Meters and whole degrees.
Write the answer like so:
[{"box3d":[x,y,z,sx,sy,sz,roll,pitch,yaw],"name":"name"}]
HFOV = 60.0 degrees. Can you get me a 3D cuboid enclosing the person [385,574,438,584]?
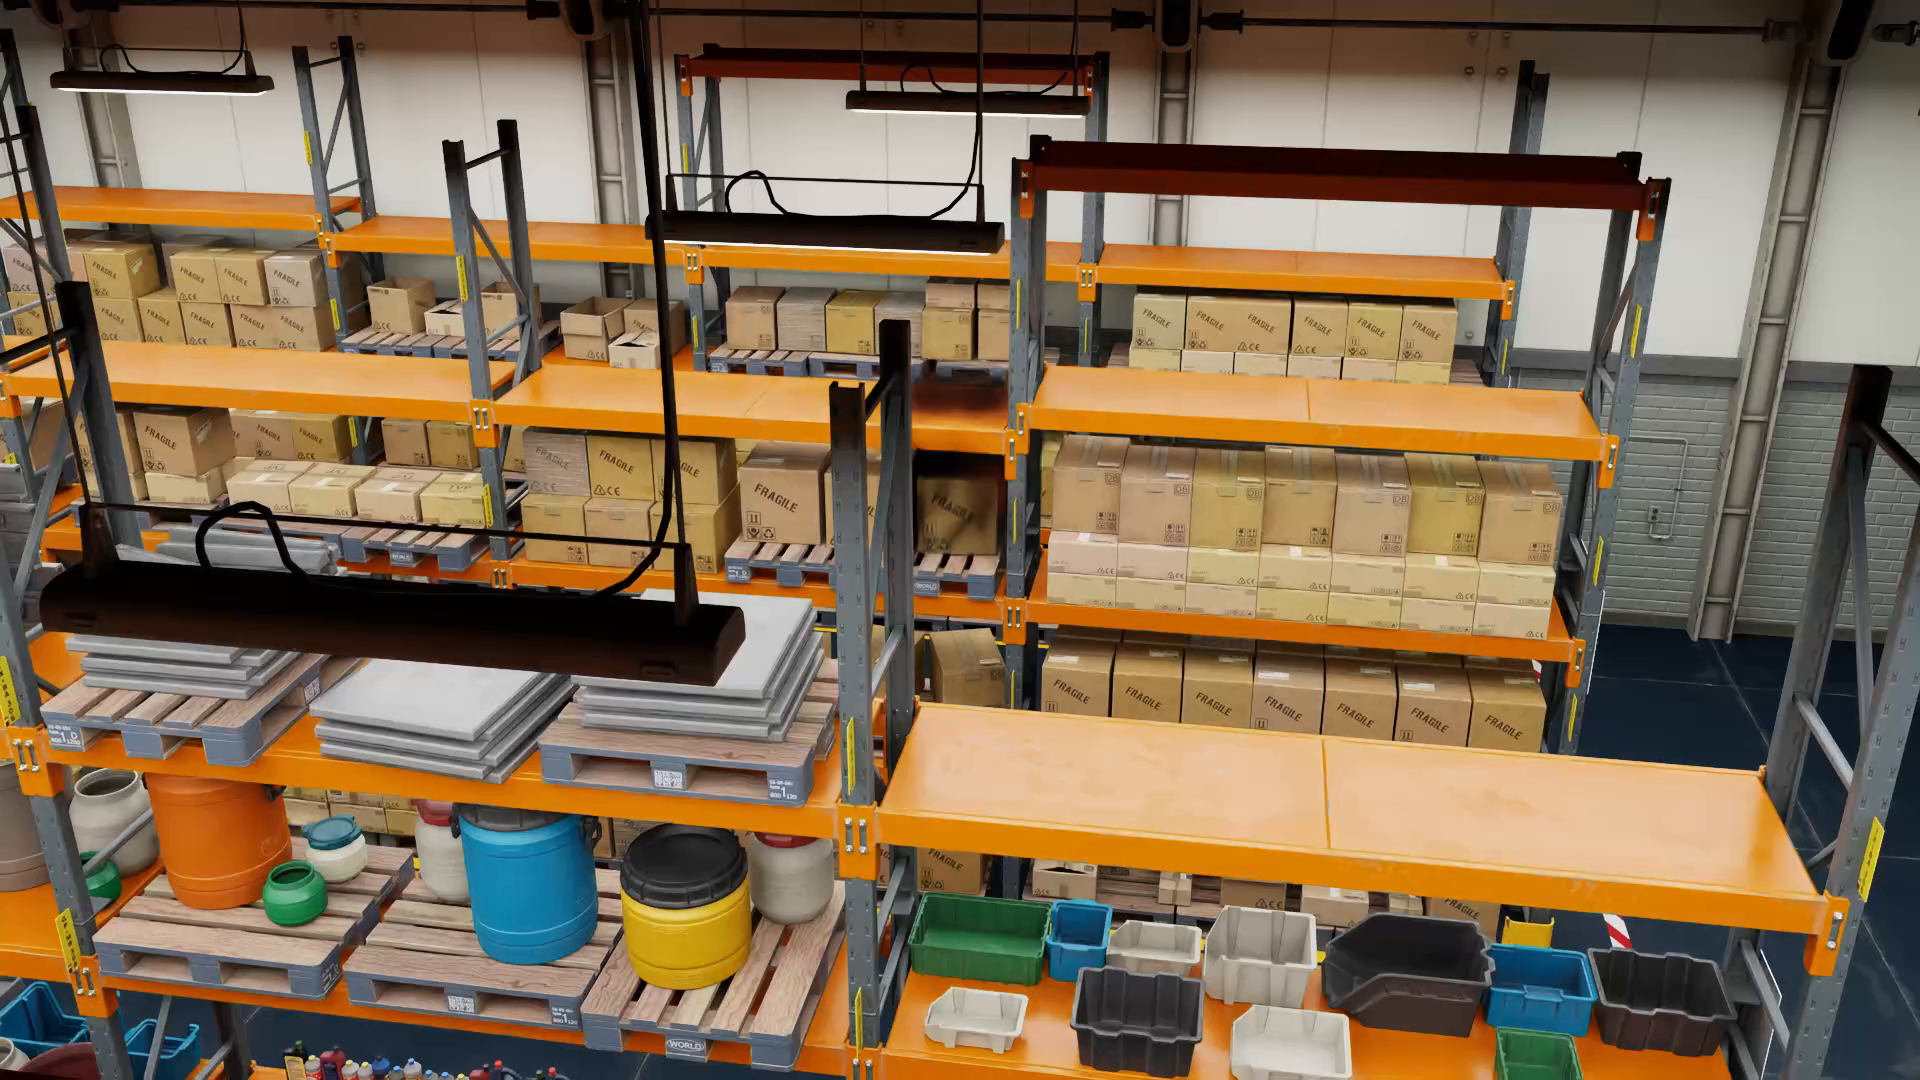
[{"box3d":[-5.549,0.557,16.779,0.609,1.807,0.403,6,24,13],"name":"person"}]
